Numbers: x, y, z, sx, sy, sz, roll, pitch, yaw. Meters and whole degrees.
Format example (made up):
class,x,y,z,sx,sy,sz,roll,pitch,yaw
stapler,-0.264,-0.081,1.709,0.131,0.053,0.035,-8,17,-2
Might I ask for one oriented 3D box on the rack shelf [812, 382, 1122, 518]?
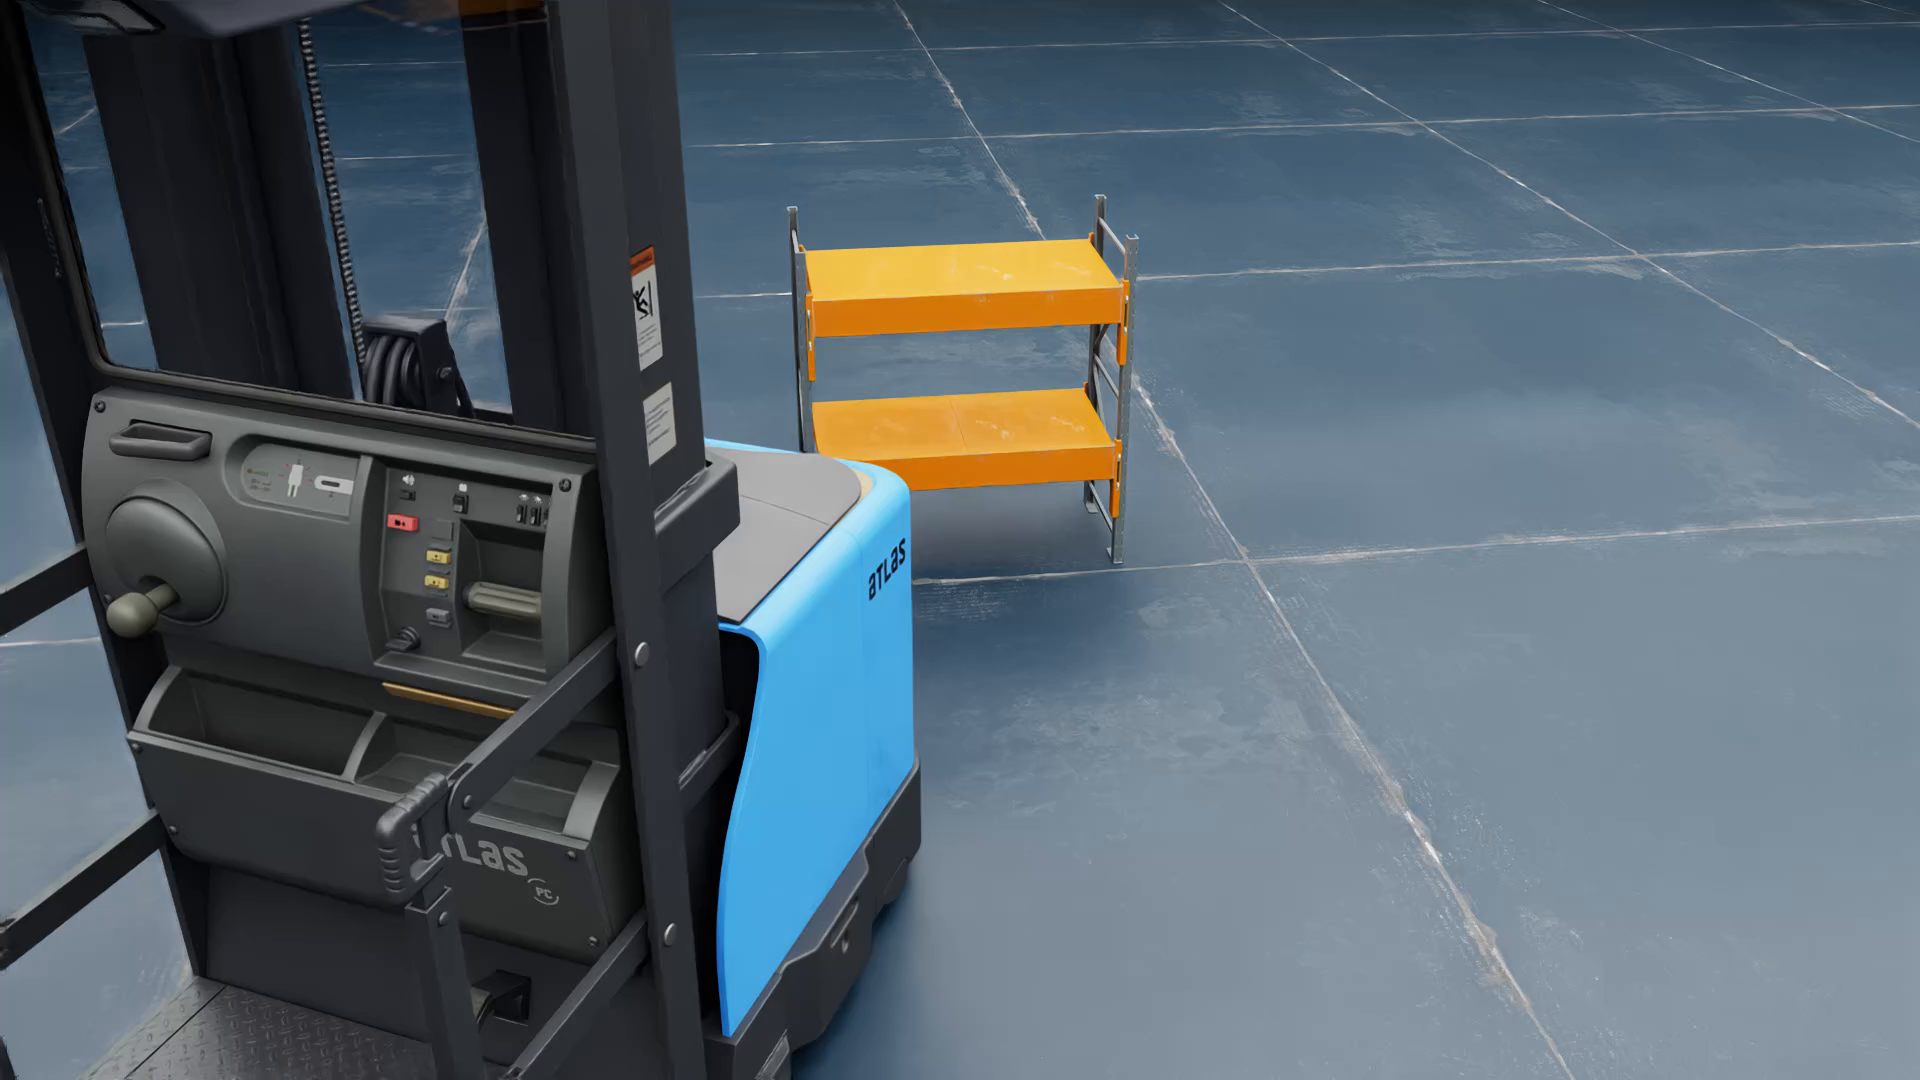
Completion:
class,x,y,z,sx,sy,sz,roll,pitch,yaw
rack shelf,-0.007,-0.282,5.604,1.000,0.278,0.538,-4,27,-7

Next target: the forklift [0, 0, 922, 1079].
class,x,y,z,sx,sy,sz,roll,pitch,yaw
forklift,-1.078,0.046,2.450,1.130,2.935,3.031,9,29,18

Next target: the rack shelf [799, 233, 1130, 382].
class,x,y,z,sx,sy,sz,roll,pitch,yaw
rack shelf,-0.007,-0.760,5.359,1.000,0.278,0.538,-4,27,-7

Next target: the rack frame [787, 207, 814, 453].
class,x,y,z,sx,sy,sz,roll,pitch,yaw
rack frame,-0.510,-0.468,5.429,0.032,1.125,0.500,-4,27,-7

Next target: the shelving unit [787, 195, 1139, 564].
class,x,y,z,sx,sy,sz,roll,pitch,yaw
shelving unit,-0.007,-0.500,5.492,1.048,1.125,0.538,-4,27,-7

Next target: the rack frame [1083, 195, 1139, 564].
class,x,y,z,sx,sy,sz,roll,pitch,yaw
rack frame,0.497,-0.532,5.555,0.032,1.125,0.500,-4,27,-7
